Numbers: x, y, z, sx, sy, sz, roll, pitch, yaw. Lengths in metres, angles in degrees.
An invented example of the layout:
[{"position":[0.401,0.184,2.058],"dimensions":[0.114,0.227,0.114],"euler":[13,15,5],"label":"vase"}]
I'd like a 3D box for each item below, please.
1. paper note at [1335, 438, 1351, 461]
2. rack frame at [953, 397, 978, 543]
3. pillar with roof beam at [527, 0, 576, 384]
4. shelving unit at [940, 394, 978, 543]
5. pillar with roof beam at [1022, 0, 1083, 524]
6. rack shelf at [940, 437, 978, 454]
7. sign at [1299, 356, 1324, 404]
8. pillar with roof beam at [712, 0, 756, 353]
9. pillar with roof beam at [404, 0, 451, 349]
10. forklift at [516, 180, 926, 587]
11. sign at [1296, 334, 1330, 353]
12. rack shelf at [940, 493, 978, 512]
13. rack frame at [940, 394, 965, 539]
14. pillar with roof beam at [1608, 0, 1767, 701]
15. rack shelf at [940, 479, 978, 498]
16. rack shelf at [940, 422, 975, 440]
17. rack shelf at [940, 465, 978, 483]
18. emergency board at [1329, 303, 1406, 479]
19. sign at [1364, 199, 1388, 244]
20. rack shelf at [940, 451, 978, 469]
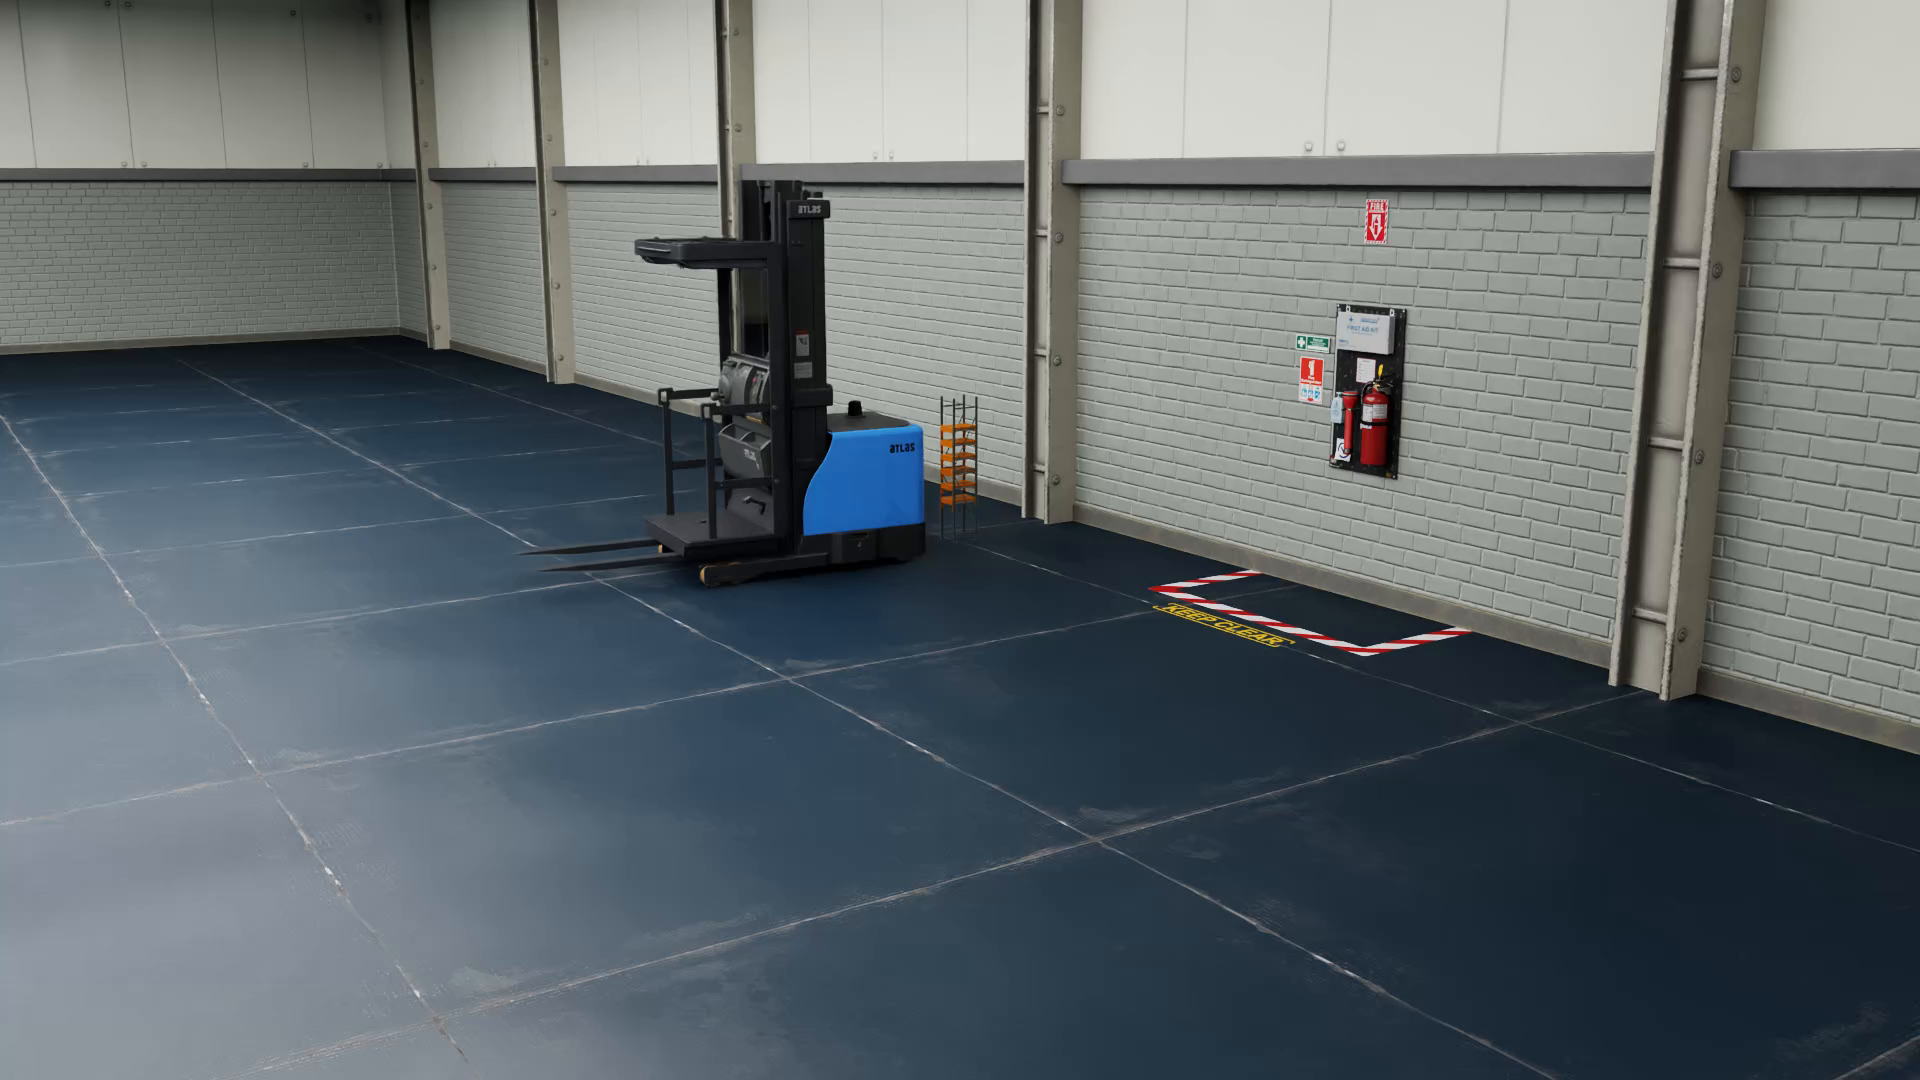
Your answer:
[{"position":[2.729,-0.642,11.839],"dimensions":[0.016,0.148,0.142],"euler":[-8,15,-33],"label":"paper note"},{"position":[0.043,-0.572,13.671],"dimensions":[0.240,1.200,0.006],"euler":[-8,15,-33],"label":"rack frame"},{"position":[-9.450,-6.211,21.201],"dimensions":[9.100,9.000,0.400],"euler":[-8,15,-33],"label":"pillar with roof beam"},{"position":[-0.008,-0.589,13.745],"dimensions":[0.258,1.200,0.189],"euler":[-8,15,-33],"label":"shelving unit"},{"position":[-2.801,-4.077,11.442],"dimensions":[9.100,9.000,0.400],"euler":[-8,15,-33],"label":"pillar with roof beam"},{"position":[-0.008,-0.780,13.704],"dimensions":[0.258,0.103,0.180],"euler":[-8,15,-33],"label":"rack shelf"},{"position":[2.549,-1.161,12.066],"dimensions":[0.001,0.329,0.234],"euler":[-8,15,-33],"label":"sign"},{"position":[-6.126,-5.144,16.322],"dimensions":[9.100,9.000,0.400],"euler":[-8,15,-33],"label":"pillar with roof beam"},{"position":[-12.774,-7.278,26.081],"dimensions":[9.100,9.000,0.400],"euler":[-8,15,-33],"label":"pillar with roof beam"},{"position":[-1.817,-1.212,12.545],"dimensions":[3.031,2.935,1.130],"euler":[-6,14,-27],"label":"forklift"},{"position":[2.544,-1.418,12.001],"dimensions":[0.001,0.109,0.331],"euler":[-8,15,-33],"label":"sign"},{"position":[-0.008,-0.311,13.806],"dimensions":[0.258,0.103,0.180],"euler":[-8,15,-33],"label":"rack shelf"},{"position":[-0.059,-0.605,13.820],"dimensions":[0.240,1.200,0.006],"euler":[-8,15,-33],"label":"rack frame"},{"position":[0.523,-3.010,6.563],"dimensions":[9.100,9.000,0.400],"euler":[-8,15,-33],"label":"pillar with roof beam"},{"position":[-0.008,-0.428,13.780],"dimensions":[0.258,0.103,0.180],"euler":[-8,15,-33],"label":"rack shelf"},{"position":[-0.008,-0.897,13.678],"dimensions":[0.258,0.103,0.180],"euler":[-8,15,-33],"label":"rack shelf"},{"position":[-0.008,-0.545,13.755],"dimensions":[0.258,0.103,0.180],"euler":[-8,15,-33],"label":"rack shelf"},{"position":[2.769,-1.033,11.564],"dimensions":[0.194,1.169,0.643],"euler":[-8,15,-33],"label":"emergency board"},{"position":[2.848,-2.179,11.377],"dimensions":[0.001,0.298,0.199],"euler":[-8,15,-33],"label":"sign"},{"position":[-0.008,-0.663,13.729],"dimensions":[0.258,0.103,0.180],"euler":[-8,15,-33],"label":"rack shelf"}]
